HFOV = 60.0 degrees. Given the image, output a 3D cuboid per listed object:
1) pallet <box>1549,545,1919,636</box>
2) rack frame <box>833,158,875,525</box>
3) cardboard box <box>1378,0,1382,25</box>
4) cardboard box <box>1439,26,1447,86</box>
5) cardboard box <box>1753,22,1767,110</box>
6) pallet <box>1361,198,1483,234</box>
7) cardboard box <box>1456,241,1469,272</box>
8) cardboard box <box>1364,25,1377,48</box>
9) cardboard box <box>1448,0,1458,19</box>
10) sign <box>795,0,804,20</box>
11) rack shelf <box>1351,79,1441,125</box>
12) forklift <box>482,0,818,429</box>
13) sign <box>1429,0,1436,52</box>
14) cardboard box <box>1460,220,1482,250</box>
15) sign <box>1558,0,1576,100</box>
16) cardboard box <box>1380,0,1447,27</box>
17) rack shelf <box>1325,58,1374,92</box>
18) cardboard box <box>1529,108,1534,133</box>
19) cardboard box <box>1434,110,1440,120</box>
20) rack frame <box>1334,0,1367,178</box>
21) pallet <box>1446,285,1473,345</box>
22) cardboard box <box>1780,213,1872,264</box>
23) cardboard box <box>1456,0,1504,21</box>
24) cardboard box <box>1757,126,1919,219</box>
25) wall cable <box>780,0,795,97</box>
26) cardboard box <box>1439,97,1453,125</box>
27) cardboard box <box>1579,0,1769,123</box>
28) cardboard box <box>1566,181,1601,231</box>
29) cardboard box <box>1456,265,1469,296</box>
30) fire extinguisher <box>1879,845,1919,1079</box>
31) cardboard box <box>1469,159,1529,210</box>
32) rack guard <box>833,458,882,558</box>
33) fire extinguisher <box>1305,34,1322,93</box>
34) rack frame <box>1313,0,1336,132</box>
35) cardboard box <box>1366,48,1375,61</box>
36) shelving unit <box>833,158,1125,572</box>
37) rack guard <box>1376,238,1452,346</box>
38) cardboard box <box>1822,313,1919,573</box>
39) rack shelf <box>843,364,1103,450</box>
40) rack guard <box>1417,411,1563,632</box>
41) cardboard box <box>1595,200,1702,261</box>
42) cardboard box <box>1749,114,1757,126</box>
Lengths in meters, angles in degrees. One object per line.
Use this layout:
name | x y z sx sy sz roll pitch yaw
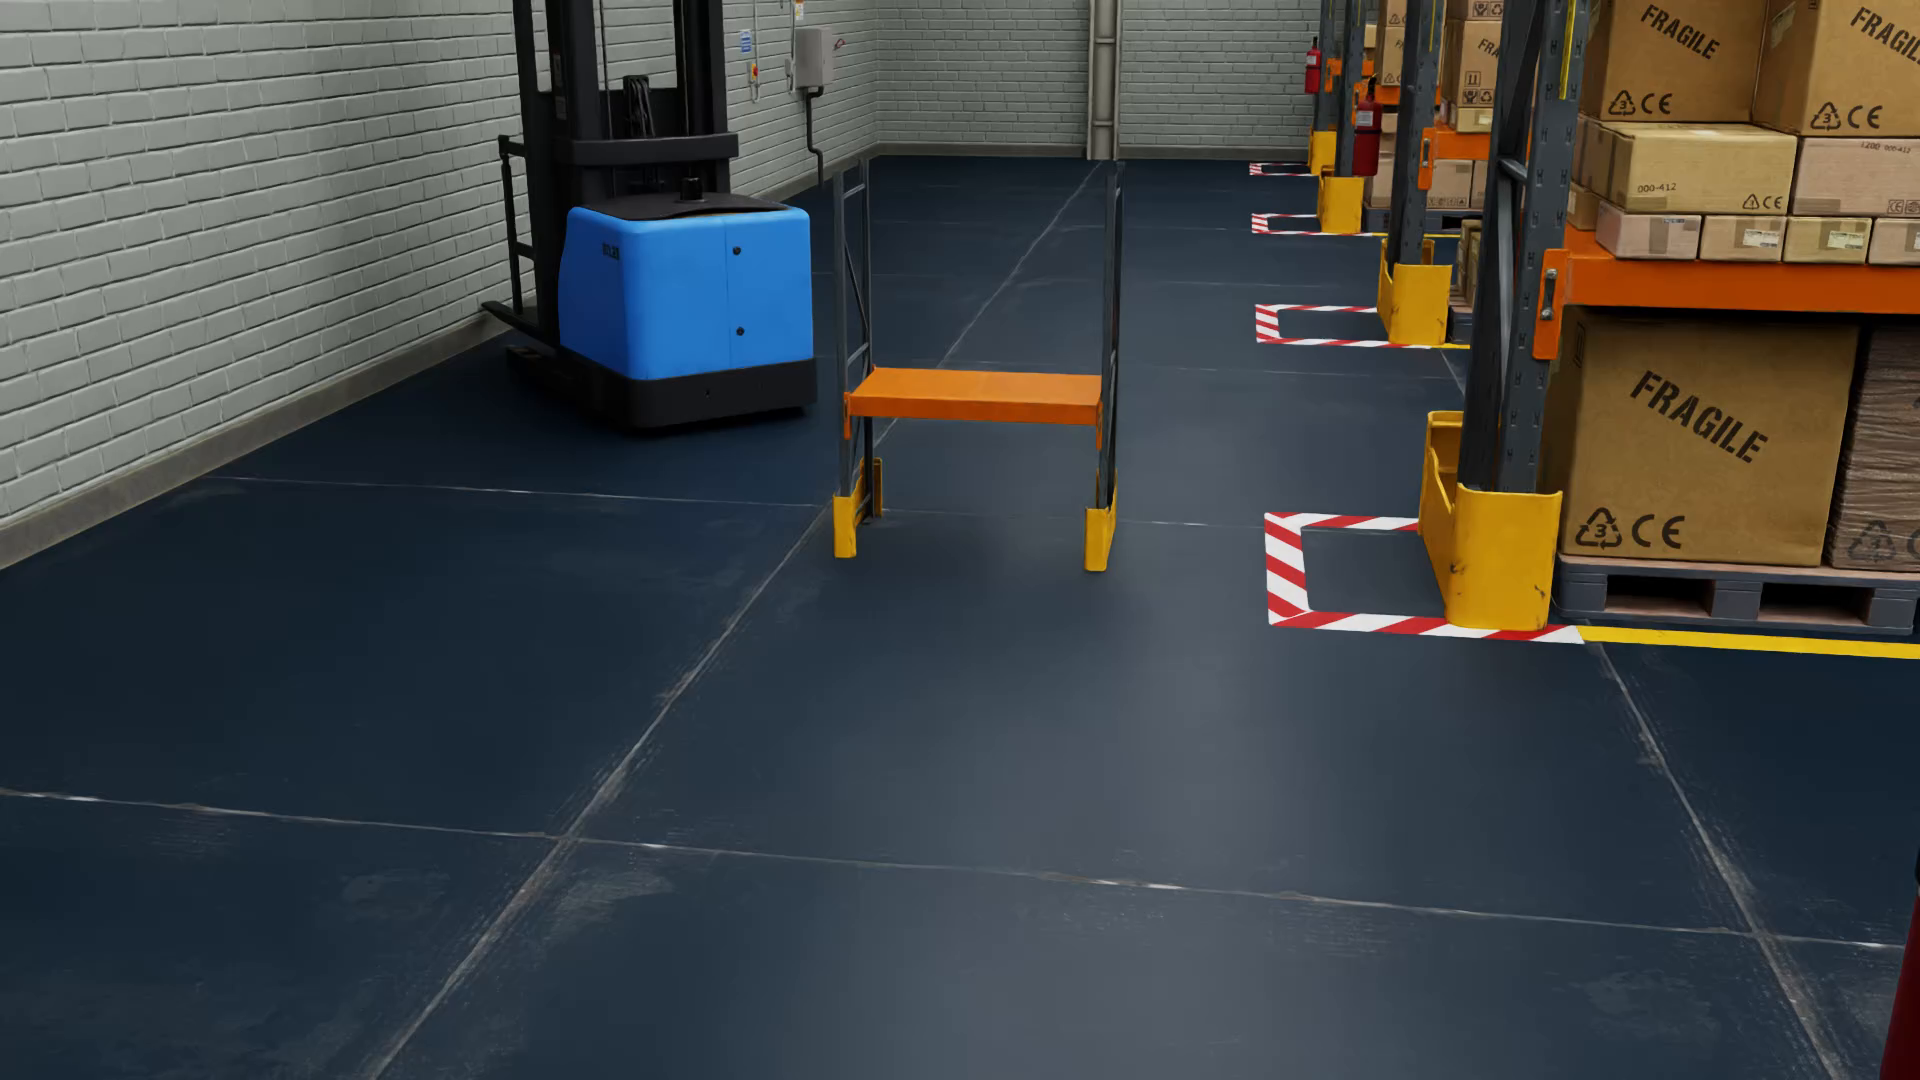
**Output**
pallet | 2.816 0.051 6.320 1.213 0.211 1.003 3 19 9
rack frame | -0.418 -0.733 6.629 0.032 1.500 0.500 3 19 9
cardboard box | 4.099 -4.964 15.179 0.500 0.500 0.500 4 19 10
cardboard box | 4.518 -4.309 14.796 0.500 0.500 0.500 3 19 8
cardboard box | 4.818 -2.844 9.951 0.500 0.500 0.500 2 19 7
pallet | 4.387 -3.054 15.598 1.213 0.211 1.003 3 19 9
cardboard box | 3.467 -1.888 11.079 0.250 0.149 0.380 2 19 7
cardboard box | 4.774 -5.910 19.507 0.500 0.250 0.500 3 19 9
cardboard box | 3.391 -3.554 10.495 0.500 0.500 0.500 3 19 8
sign | -1.721 -5.704 17.823 0.001 0.242 0.339 3 19 9
rack shelf | 5.560 -3.950 15.016 4.000 0.370 1.077 3 19 9
forklift | -1.971 -2.357 9.229 1.130 2.935 3.031 -12 22 -31
sign | 2.814 -3.077 9.908 0.005 0.325 0.100 3 19 9
cardboard box | 3.463 -2.019 11.002 0.250 0.149 0.380 3 19 9
sign | 1.920 -1.562 5.255 0.005 0.325 0.100 3 19 9
cardboard box | 4.014 -4.800 14.690 0.500 0.500 0.500 3 19 7
rack shelf | 6.344 -5.506 19.664 4.000 0.370 1.077 3 19 9
cardboard box | 3.426 -2.598 10.238 0.250 0.149 0.380 4 19 11
cardboard box | 5.796 -4.846 19.835 0.500 0.500 0.700 4 19 11
rack frame | 3.586 -4.392 15.203 0.127 3.000 1.000 3 19 9
pallet | 3.772 -1.458 10.829 1.213 0.211 1.003 3 19 9
cardboard box | 2.818 -1.022 5.526 0.250 0.149 0.380 2 19 7
cardboard box | 3.301 -3.393 10.015 0.500 0.500 0.500 3 19 8
cardboard box | 2.959 -1.225 5.504 0.500 0.250 0.500 3 19 8
wall cable | -1.772 -5.595 17.198 0.122 1.984 0.588 3 19 9
cardboard box | 3.267 -2.789 10.808 0.250 0.149 0.380 3 19 9
cardboard box | 2.536 -1.771 5.954 0.500 0.500 0.500 3 19 9
cardboard box | 2.418 -1.254 6.219 0.250 0.149 0.380 3 19 10
cardboard box | 3.453 -1.722 11.055 0.250 0.149 0.380 3 19 10
fire extinguisher | 1.151 0.328 1.806 0.183 0.674 0.296 3 19 9
cardboard box | 5.158 -3.331 15.407 0.875 0.438 0.875 3 19 10
rack guard | -0.416 -0.140 6.827 0.087 0.250 0.587 3 19 9
fire extinguisher | 4.151 -5.597 19.512 0.183 0.674 0.296 3 19 9
rack frame | 4.369 -5.948 19.851 0.127 3.000 1.000 3 19 9
cardboard box | 4.909 -5.728 19.590 0.250 0.149 0.380 3 19 10
shelving unit | 0.075 -0.707 6.554 1.083 1.500 0.587 3 19 9
rack guard | 2.975 -1.647 10.938 0.348 0.500 1.175 3 19 9
cardboard box | 3.557 -0.426 6.036 0.875 0.875 0.875 3 19 9
rack shelf | 0.084 -0.536 6.609 1.000 0.185 0.538 3 19 9
rack guard | 1.990 -0.103 6.324 0.348 0.500 1.175 3 19 9
cardboard box | 2.312 -1.047 5.602 0.250 0.149 0.380 3 19 9
cardboard box | 3.035 -1.391 5.999 0.500 0.250 0.500 3 19 8
